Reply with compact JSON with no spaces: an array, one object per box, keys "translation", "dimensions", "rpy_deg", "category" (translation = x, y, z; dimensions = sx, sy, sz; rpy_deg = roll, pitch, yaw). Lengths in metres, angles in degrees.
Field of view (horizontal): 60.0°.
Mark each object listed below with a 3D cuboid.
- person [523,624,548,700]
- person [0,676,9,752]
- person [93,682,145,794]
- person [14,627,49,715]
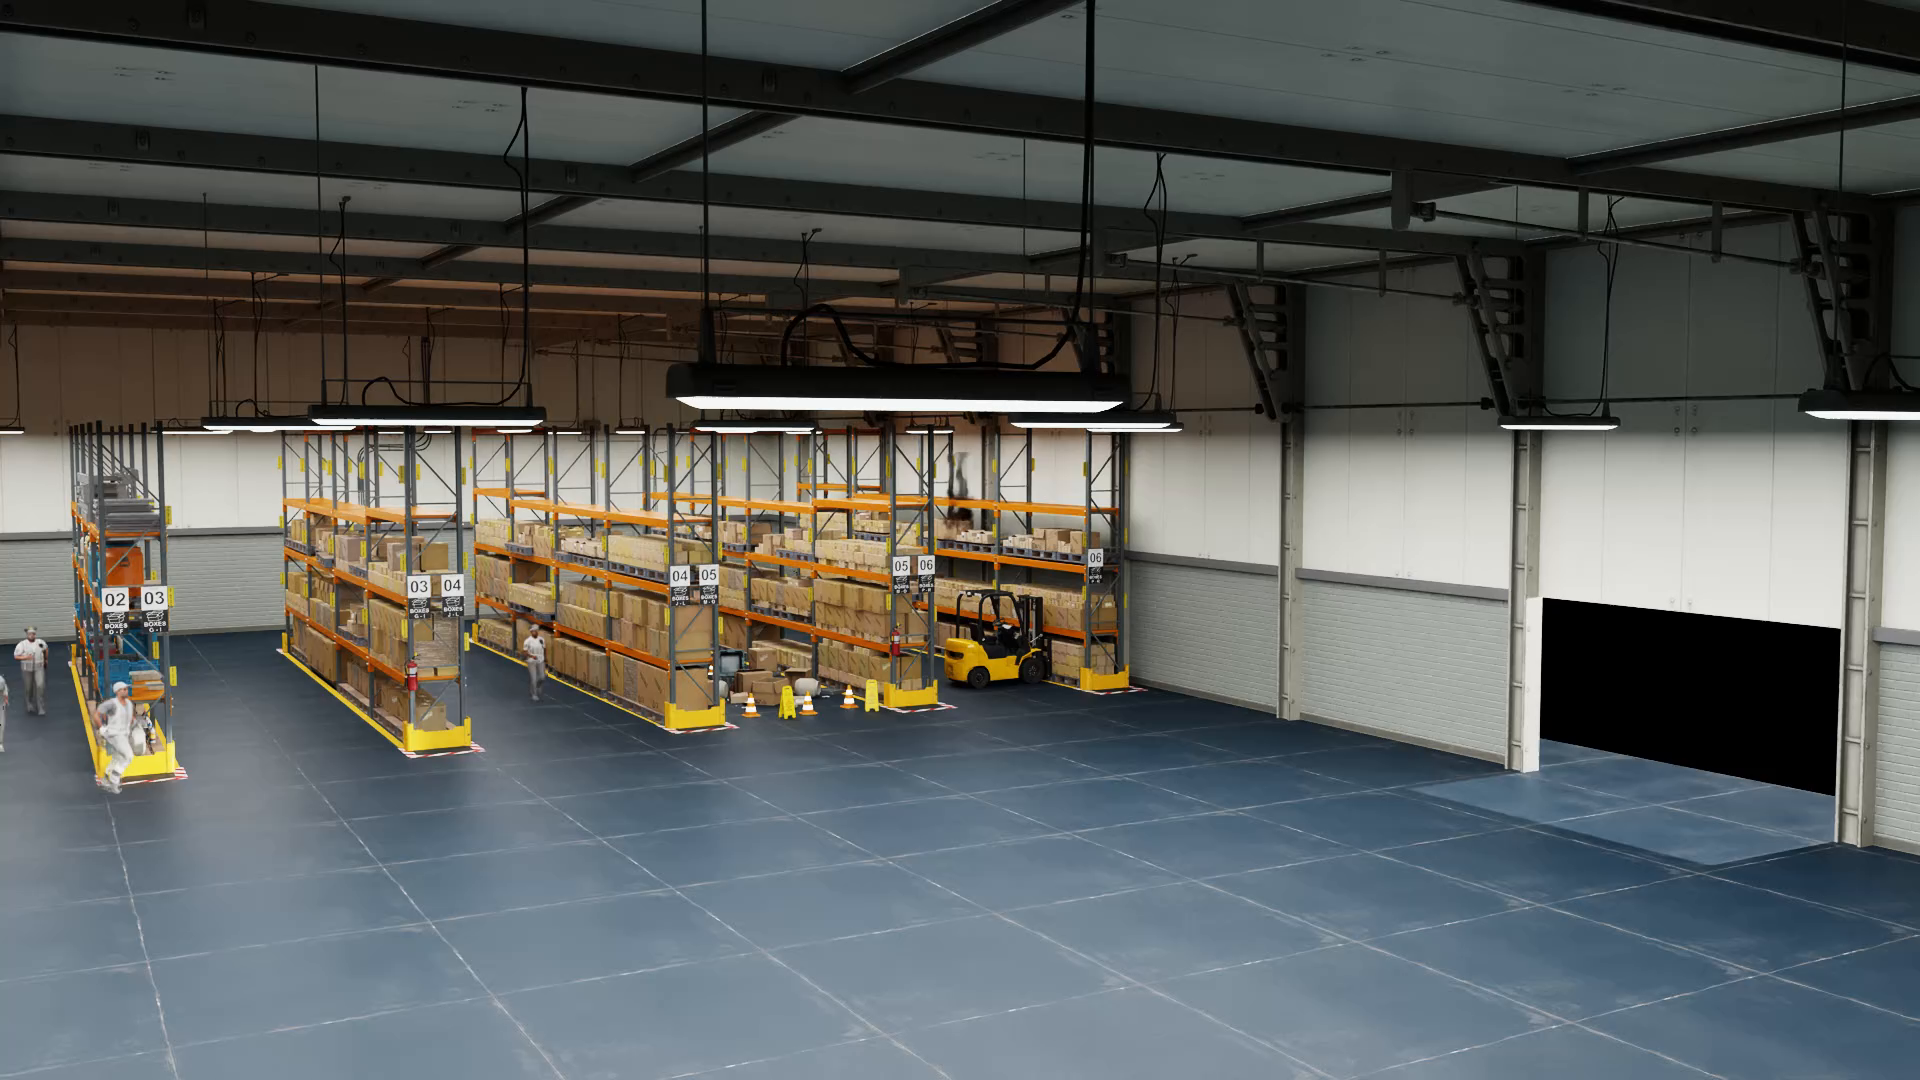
[{"translation":[-9.225,2.661,36.220],"dimensions":[0.569,1.661,0.554],"rpy_deg":[-2,4,-31],"category":"person"},{"translation":[-17.706,3.065,30.468],"dimensions":[0.761,1.577,0.529],"rpy_deg":[3,5,44],"category":"person"},{"translation":[-13.537,3.177,26.863],"dimensions":[0.695,1.783,0.643],"rpy_deg":[0,4,5],"category":"person"},{"translation":[-19.233,2.708,34.477],"dimensions":[0.645,1.839,0.802],"rpy_deg":[-2,4,-33],"category":"person"}]
